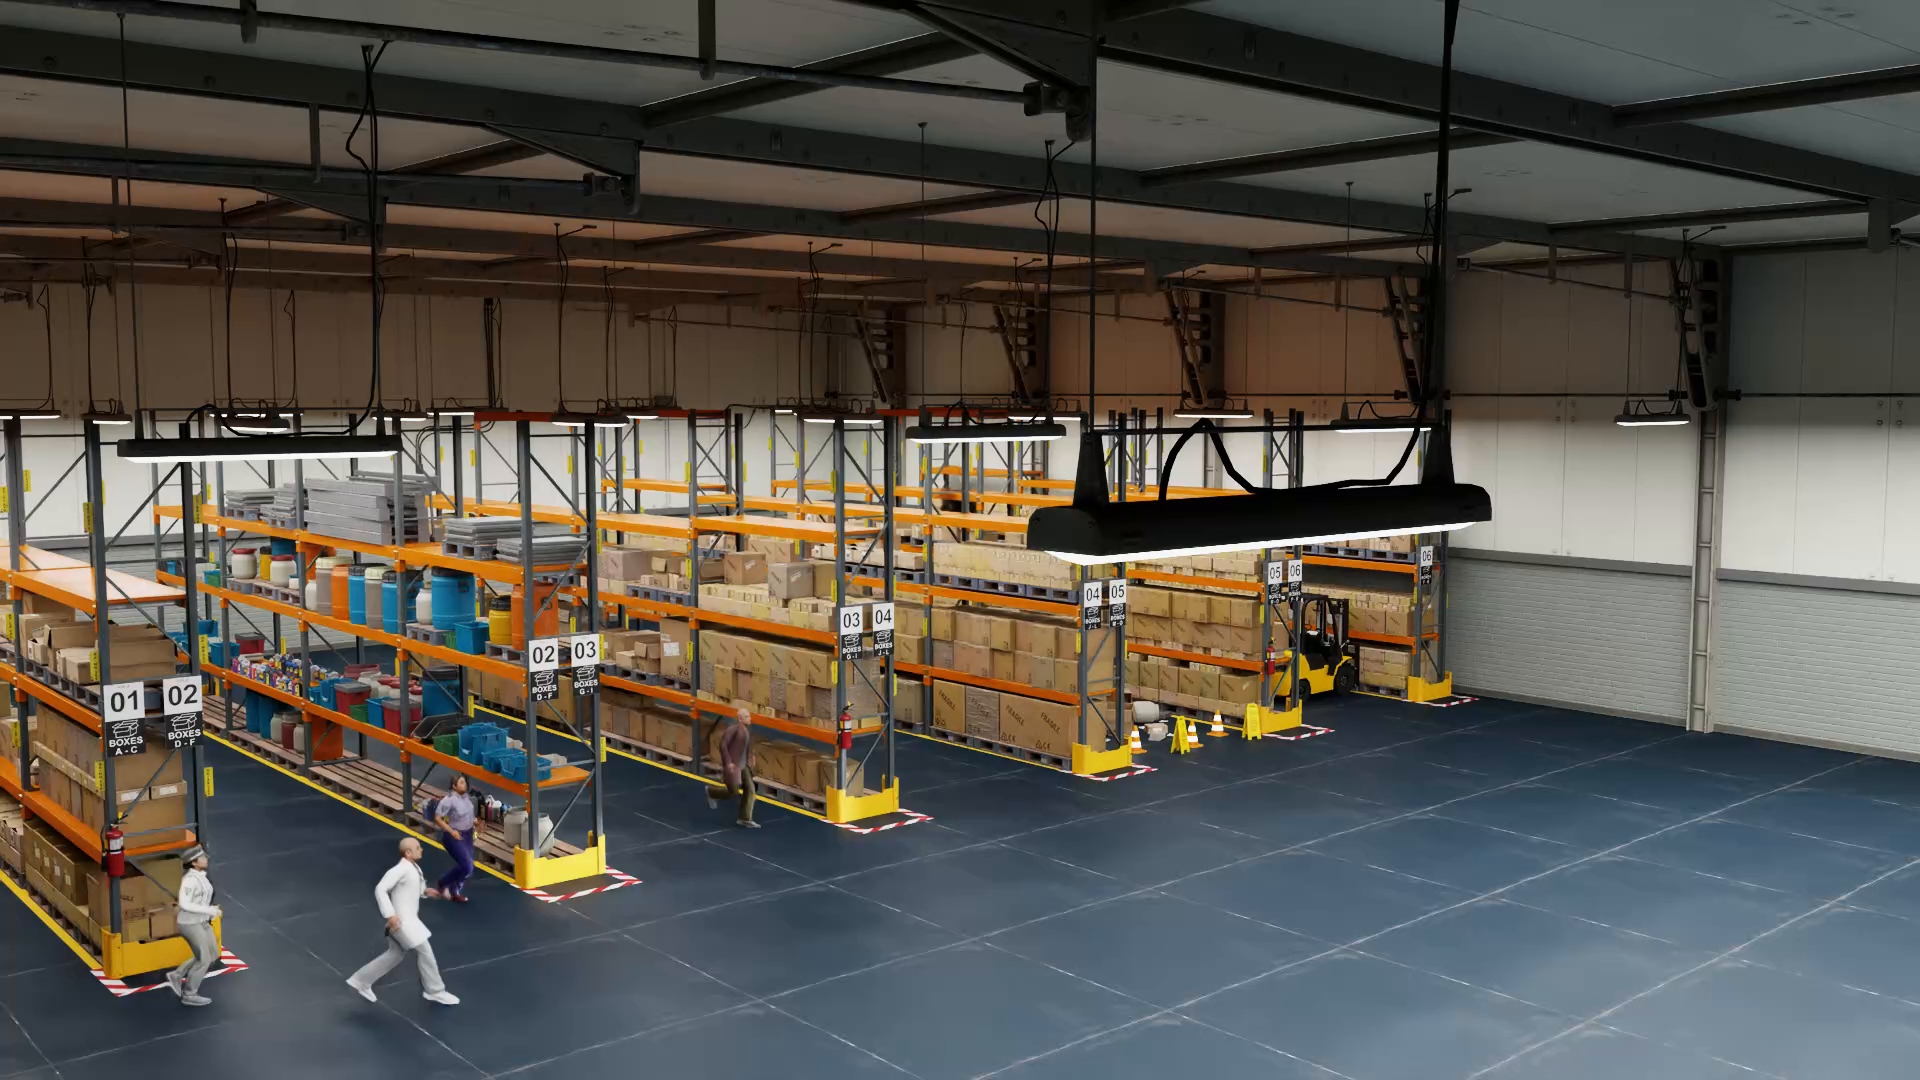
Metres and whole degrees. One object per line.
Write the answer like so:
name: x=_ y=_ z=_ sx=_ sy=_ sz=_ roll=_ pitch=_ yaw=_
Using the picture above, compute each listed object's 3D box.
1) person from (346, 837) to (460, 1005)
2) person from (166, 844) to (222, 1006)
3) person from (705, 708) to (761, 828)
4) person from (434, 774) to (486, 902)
person: x=-5.746 y=3.942 z=17.096 sx=1.109 sy=1.791 sz=0.729 roll=-1 pitch=5 yaw=-13
person: x=-7.982 y=3.998 z=17.364 sx=0.594 sy=1.650 sz=0.652 roll=-1 pitch=5 yaw=-10
person: x=-3.333 y=3.337 z=24.467 sx=0.938 sy=1.759 sz=0.718 roll=3 pitch=6 yaw=29
person: x=-6.209 y=3.712 z=20.693 sx=0.536 sy=1.602 sz=0.581 roll=1 pitch=5 yaw=13
